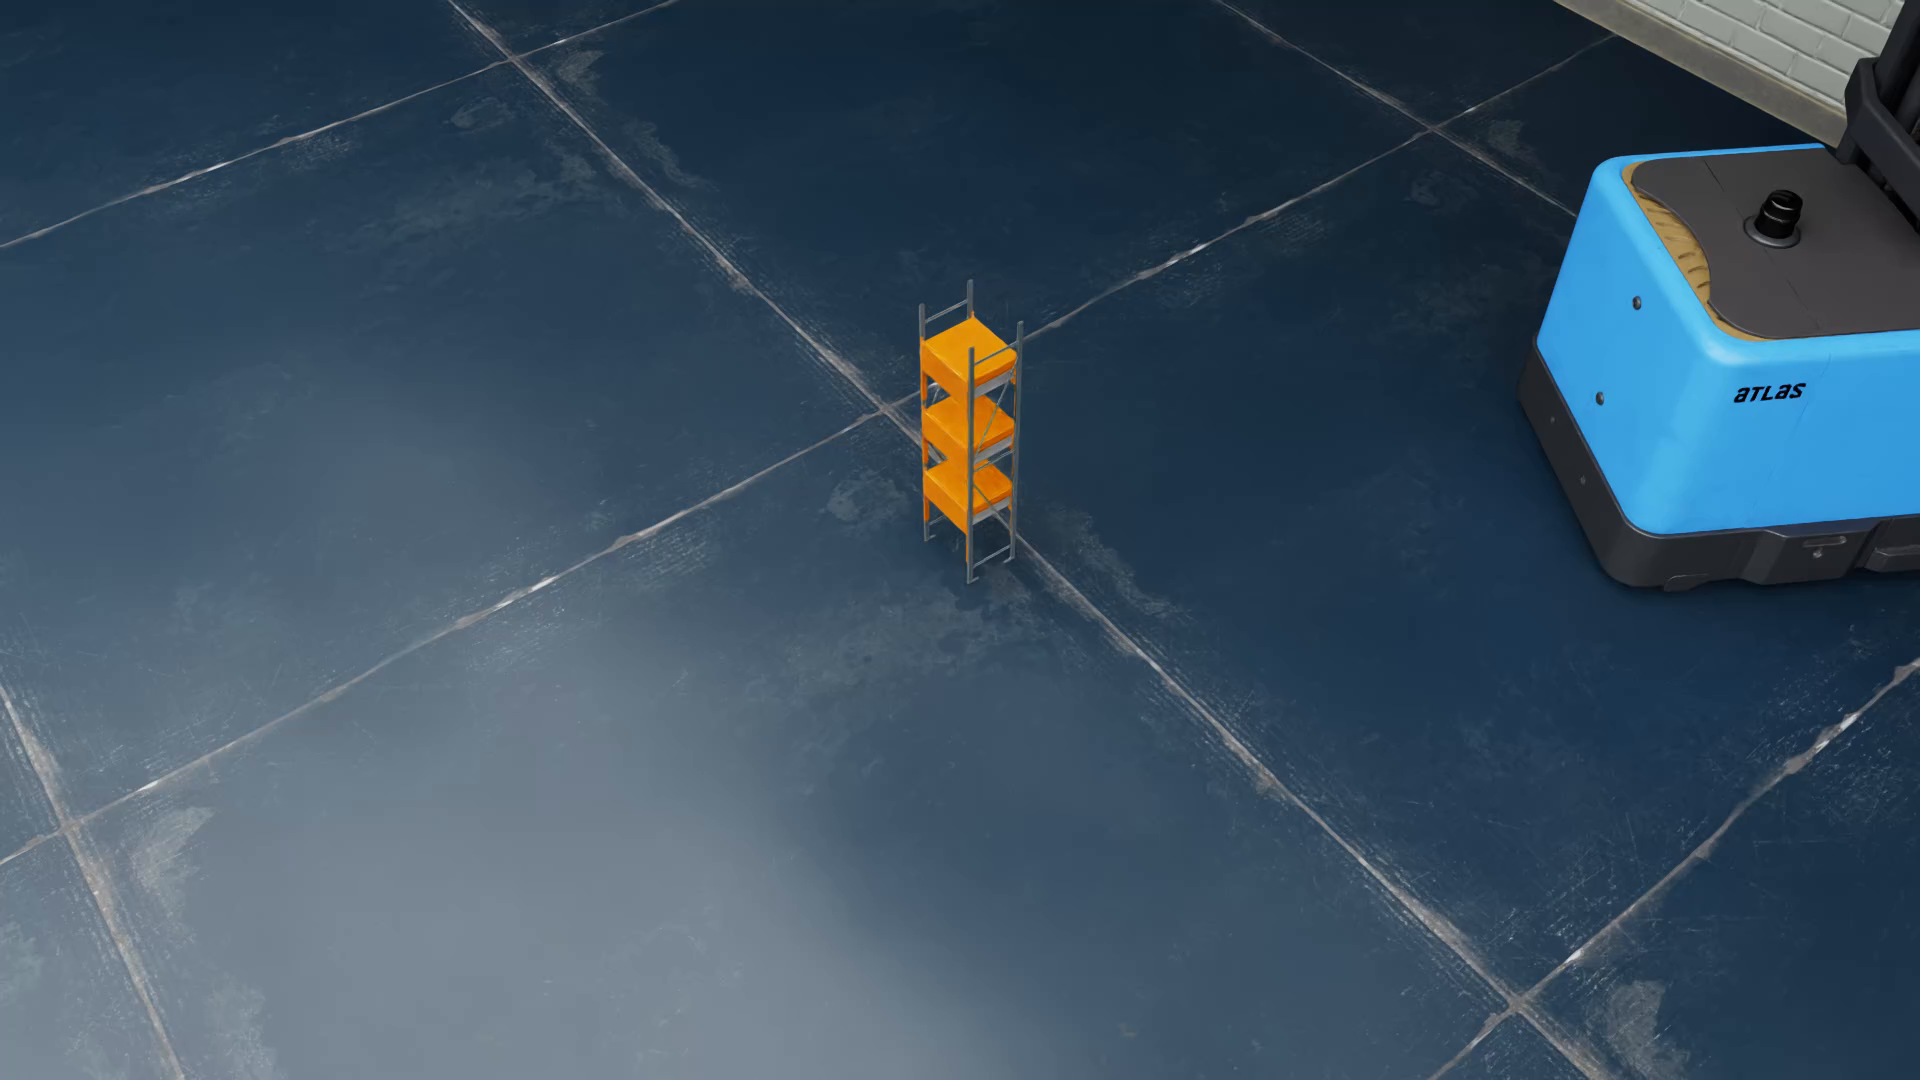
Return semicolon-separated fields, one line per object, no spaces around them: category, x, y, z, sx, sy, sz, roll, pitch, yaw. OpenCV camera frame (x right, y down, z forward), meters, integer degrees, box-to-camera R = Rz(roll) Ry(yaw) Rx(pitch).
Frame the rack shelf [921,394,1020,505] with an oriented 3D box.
rack shelf;0.032;-0.314;5.340;0.215;0.259;0.240;-29;54;-24

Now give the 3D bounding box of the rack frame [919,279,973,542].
rack frame;-0.041;-0.393;5.398;0.200;1.050;0.008;-29;54;-24

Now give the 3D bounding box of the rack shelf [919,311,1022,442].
rack shelf;0.032;-0.505;5.130;0.215;0.259;0.240;-29;54;-24

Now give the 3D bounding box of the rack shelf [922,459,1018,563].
rack shelf;0.032;-0.127;5.546;0.215;0.259;0.240;-29;54;-24

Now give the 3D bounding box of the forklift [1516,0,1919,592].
forklift;3.608;-1.283;4.935;3.031;2.935;1.130;-5;48;-4

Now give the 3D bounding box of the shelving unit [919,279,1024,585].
shelving unit;0.032;-0.321;5.332;0.215;1.050;0.252;-29;54;-24

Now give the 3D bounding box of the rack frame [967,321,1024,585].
rack frame;0.106;-0.249;5.267;0.200;1.050;0.008;-29;54;-24
